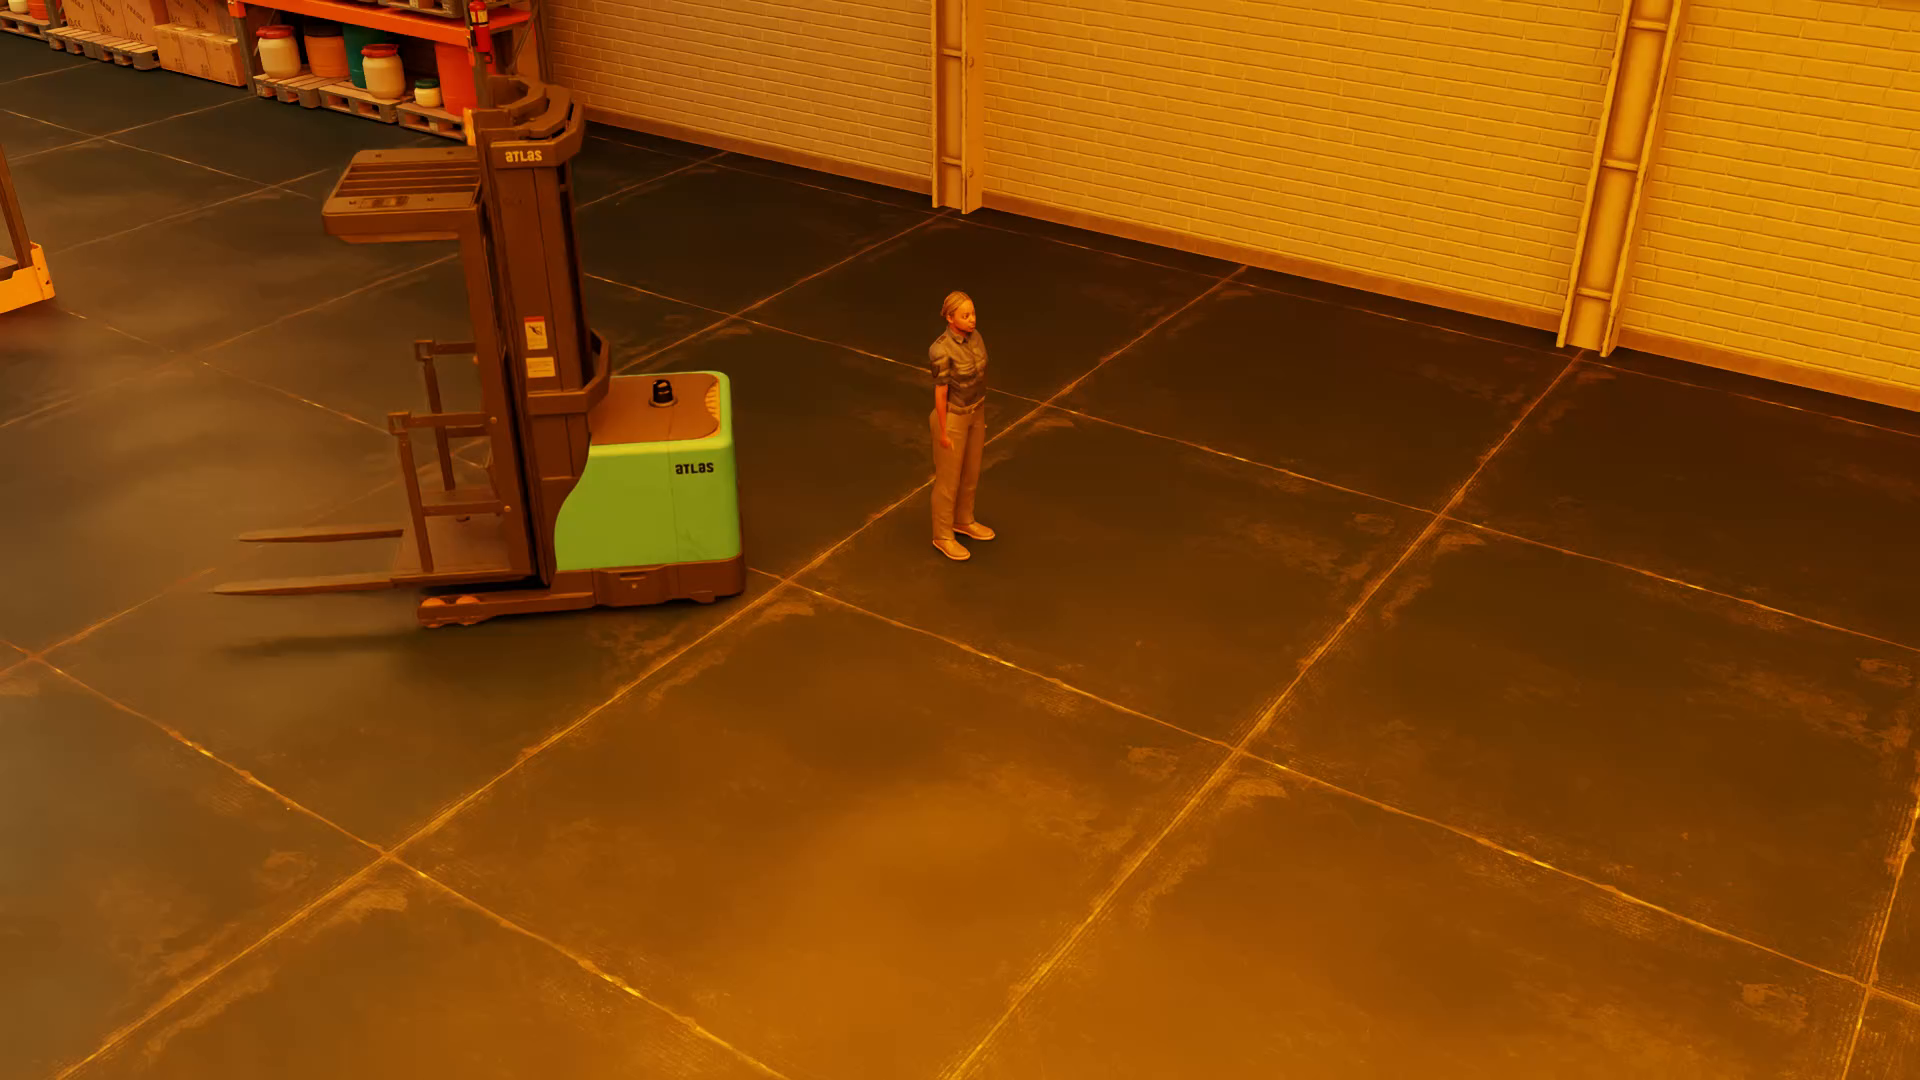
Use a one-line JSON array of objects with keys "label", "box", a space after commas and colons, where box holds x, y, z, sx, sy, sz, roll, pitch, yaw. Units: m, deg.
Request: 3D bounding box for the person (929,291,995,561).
[{"label": "person", "box": [0.011, -0.708, 10.074, 0.335, 1.660, 0.451, 19, 35, 29]}]

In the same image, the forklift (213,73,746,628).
[{"label": "forklift", "box": [-2.835, -1.043, 9.378, 3.031, 2.935, 1.130, -4, 30, -7]}]
